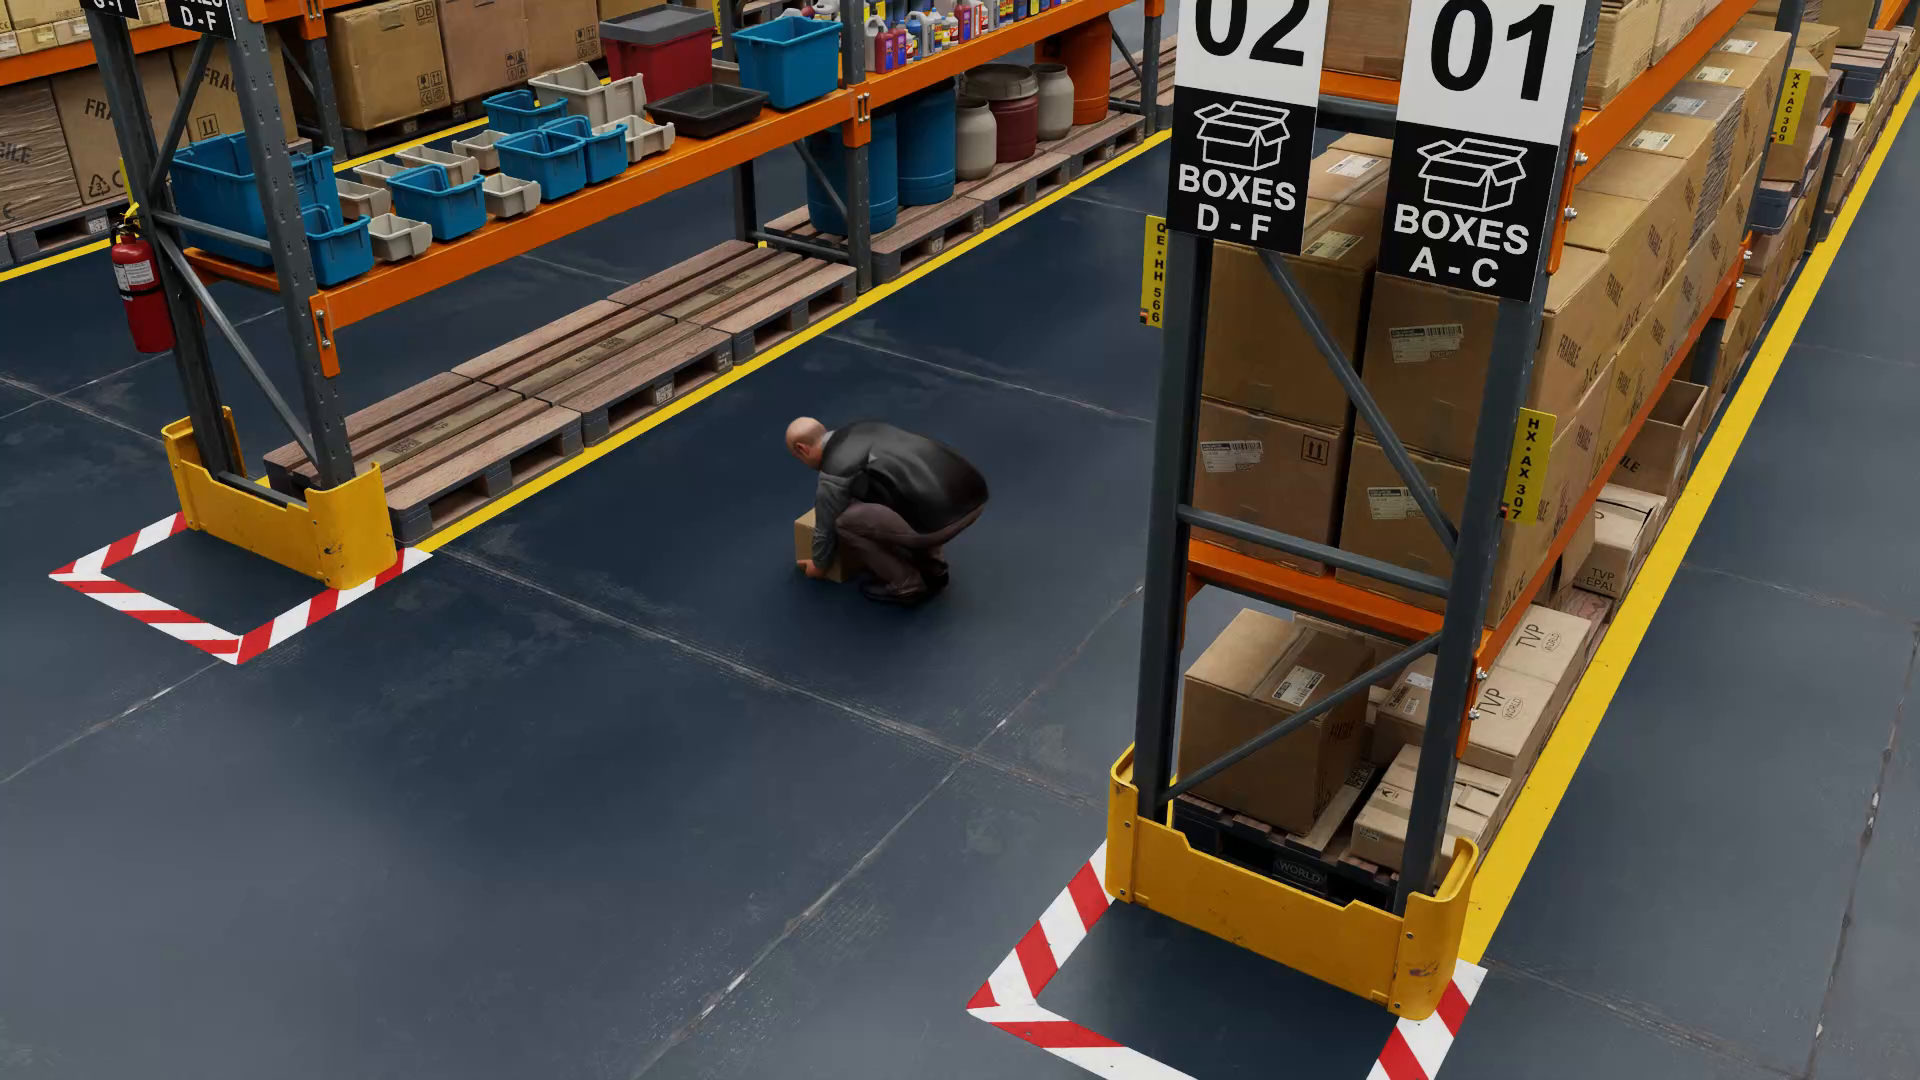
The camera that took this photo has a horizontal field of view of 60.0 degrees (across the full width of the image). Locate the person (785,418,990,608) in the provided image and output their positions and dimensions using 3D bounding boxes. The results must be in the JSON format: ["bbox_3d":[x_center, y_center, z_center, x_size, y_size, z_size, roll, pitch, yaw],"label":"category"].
[{"bbox_3d":[-0.350,-0.137,7.355,0.915,0.794,0.502,17,34,26],"label":"person"}]
